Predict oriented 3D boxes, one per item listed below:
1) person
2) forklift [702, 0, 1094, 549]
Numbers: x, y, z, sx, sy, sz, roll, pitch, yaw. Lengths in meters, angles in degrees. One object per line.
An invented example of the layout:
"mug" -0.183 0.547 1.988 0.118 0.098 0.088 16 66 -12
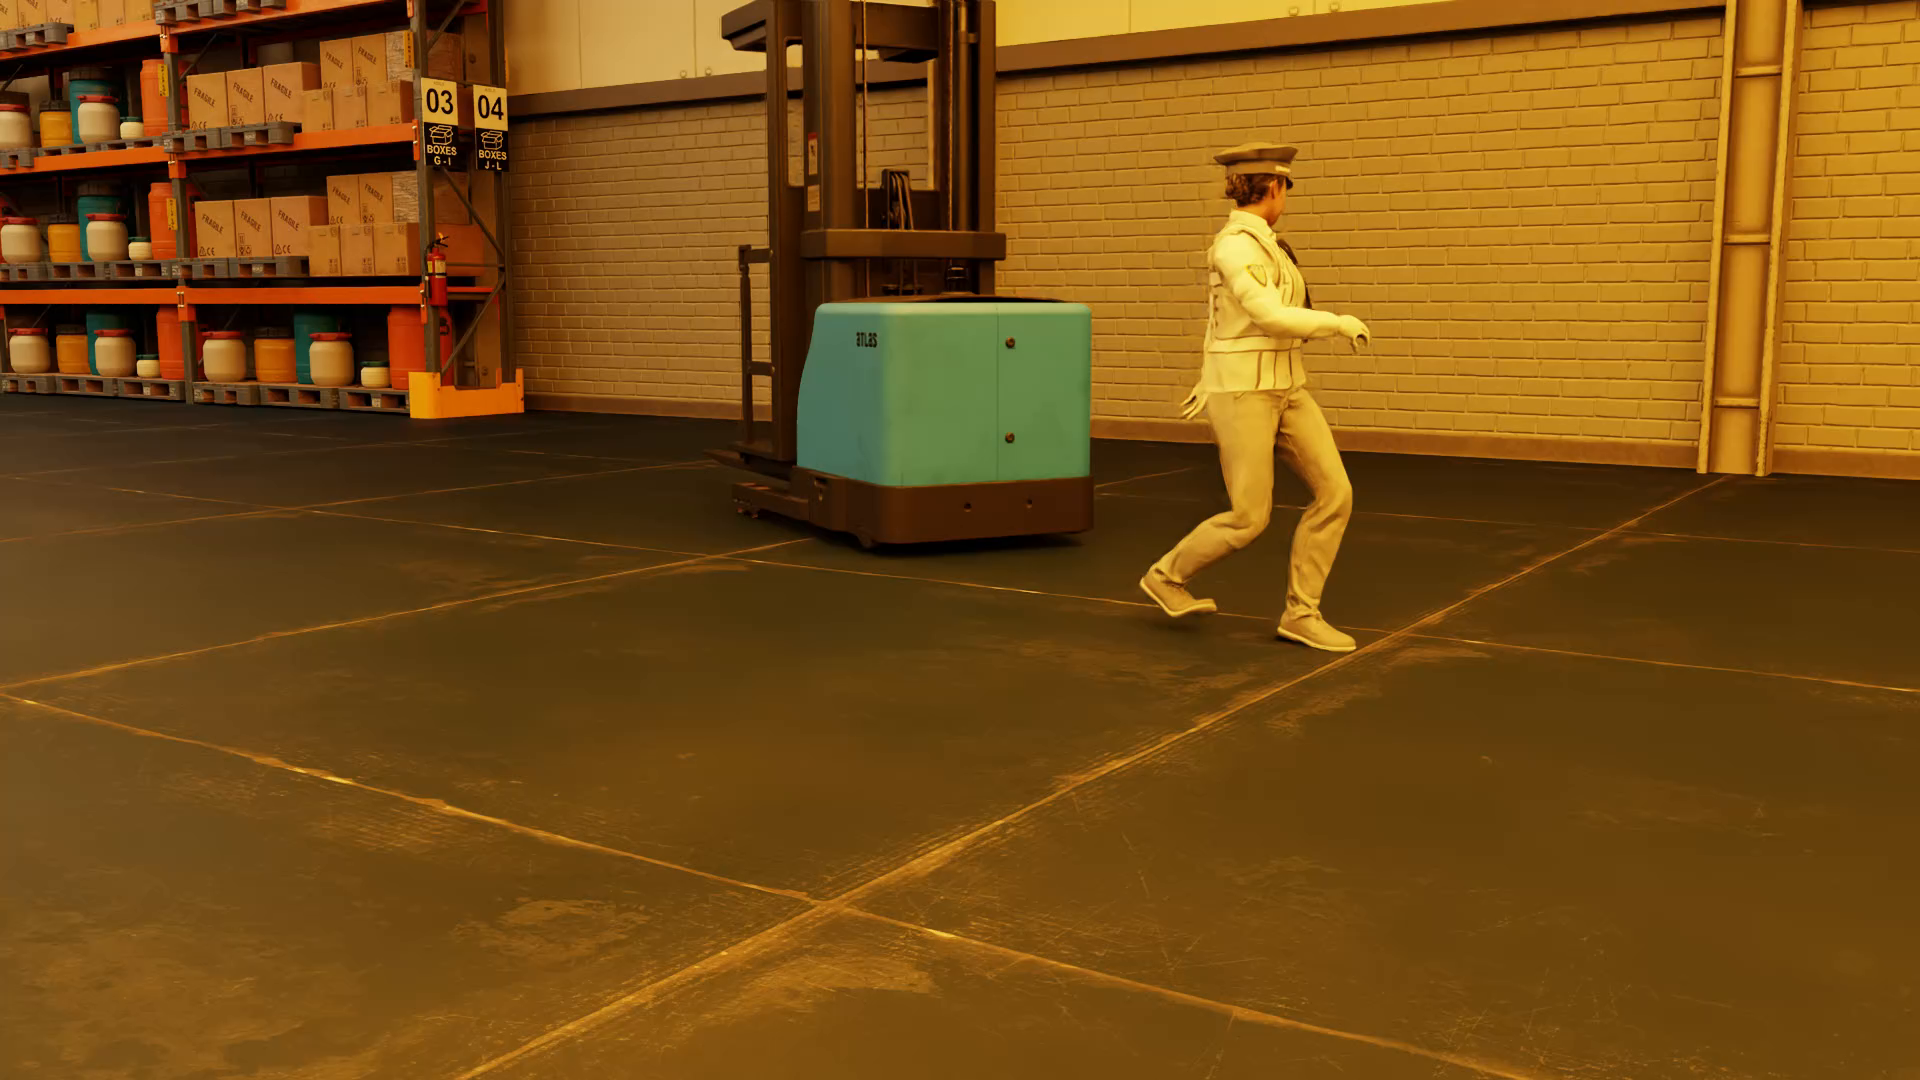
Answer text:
"person" 0.954 -0.468 5.345 0.776 1.585 0.539 6 10 37
"forklift" -0.519 -1.582 8.320 1.130 2.935 3.031 -4 9 -27
